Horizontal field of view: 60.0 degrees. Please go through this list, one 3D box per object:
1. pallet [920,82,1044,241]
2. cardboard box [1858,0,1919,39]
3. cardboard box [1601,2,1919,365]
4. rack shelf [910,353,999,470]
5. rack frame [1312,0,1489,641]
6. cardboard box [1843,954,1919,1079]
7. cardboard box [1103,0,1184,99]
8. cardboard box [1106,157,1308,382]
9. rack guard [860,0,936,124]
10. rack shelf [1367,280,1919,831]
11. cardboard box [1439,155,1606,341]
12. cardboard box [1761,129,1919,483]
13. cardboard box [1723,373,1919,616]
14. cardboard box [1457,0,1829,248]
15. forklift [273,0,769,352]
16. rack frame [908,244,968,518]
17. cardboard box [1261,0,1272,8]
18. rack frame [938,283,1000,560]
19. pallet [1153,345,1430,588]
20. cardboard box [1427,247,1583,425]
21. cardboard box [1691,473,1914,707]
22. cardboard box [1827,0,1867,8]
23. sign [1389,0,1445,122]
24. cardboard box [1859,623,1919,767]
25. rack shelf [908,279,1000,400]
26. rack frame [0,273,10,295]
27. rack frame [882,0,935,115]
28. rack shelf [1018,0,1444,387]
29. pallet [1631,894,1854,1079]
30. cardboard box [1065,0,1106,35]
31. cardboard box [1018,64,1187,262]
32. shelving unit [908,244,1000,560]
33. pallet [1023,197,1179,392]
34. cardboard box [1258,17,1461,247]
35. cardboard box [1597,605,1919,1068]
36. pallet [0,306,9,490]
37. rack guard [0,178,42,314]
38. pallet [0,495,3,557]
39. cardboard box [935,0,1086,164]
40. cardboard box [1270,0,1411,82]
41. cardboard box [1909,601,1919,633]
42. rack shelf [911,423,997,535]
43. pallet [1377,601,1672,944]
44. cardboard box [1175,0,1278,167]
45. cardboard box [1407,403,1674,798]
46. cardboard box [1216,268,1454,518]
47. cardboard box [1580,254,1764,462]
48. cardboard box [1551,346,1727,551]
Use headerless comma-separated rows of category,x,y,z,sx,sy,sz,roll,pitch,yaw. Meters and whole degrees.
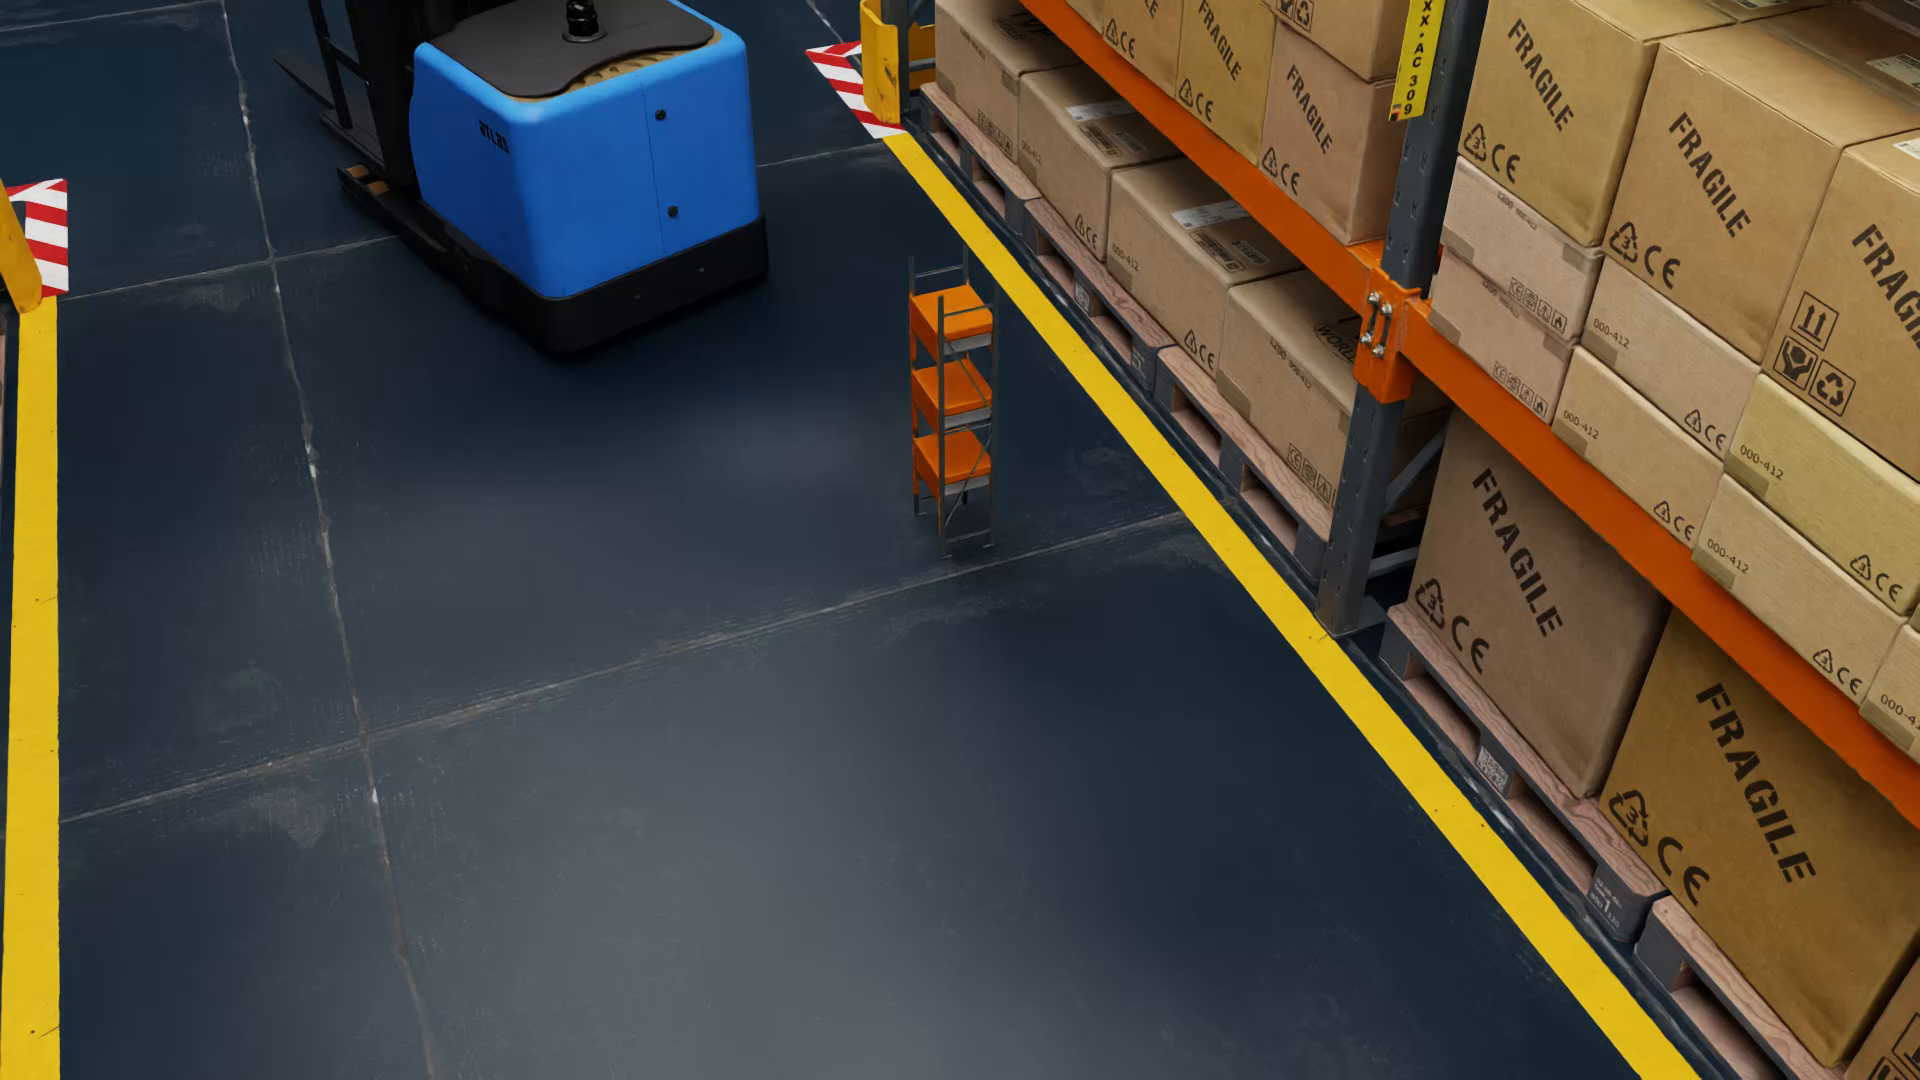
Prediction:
pallet,0.491,-1.865,7.757,1.003,0.211,1.213,-15,43,-17
cardboard box,2.251,-0.876,3.624,0.500,0.500,0.500,-14,43,-16
cardboard box,1.766,-0.756,3.485,0.500,0.500,0.500,-15,43,-17
rack shelf,-0.020,-0.422,5.452,0.215,0.259,0.240,-15,43,-17
rack frame,1.643,-0.975,4.583,1.000,3.000,0.127,-15,43,-17
cardboard box,2.649,1.106,3.471,0.875,0.875,0.875,-15,43,-16
cardboard box,0.822,-1.836,5.508,0.500,0.500,0.500,-16,43,-17
cardboard box,1.159,-1.107,6.380,0.875,0.438,0.875,-16,43,-18
rack guard,0.104,-2.451,8.217,1.175,0.500,0.348,-15,43,-17
rack shelf,2.409,0.502,3.417,1.077,0.370,4.000,-15,43,-17
cardboard box,1.551,-0.772,4.079,0.500,0.250,0.500,-16,43,-18
cardboard box,1.956,-0.453,3.133,0.500,0.500,0.500,-16,43,-18
cardboard box,1.945,-0.155,3.361,0.500,0.250,0.500,-15,43,-16
cardboard box,1.546,-1.055,3.833,0.500,0.500,0.500,-15,43,-16
forklift,-2.146,-2.732,6.679,1.130,2.935,3.031,-29,49,-30
rack frame,-0.067,-0.504,5.531,0.200,1.050,0.008,-15,43,-17
cardboard box,1.021,-1.915,4.833,0.500,0.500,0.500,-16,43,-17
rack frame,0.026,-0.357,5.360,0.200,1.050,0.008,-15,43,-17
pallet,1.425,-0.395,6.048,1.003,0.211,1.213,-15,43,-17
cardboard box,1.568,-0.587,4.247,0.500,0.250,0.500,-16,43,-18
cardboard box,1.949,0.037,3.522,0.500,0.250,0.500,-15,43,-17
cardboard box,2.046,-1.186,3.985,0.500,0.500,0.500,-14,43,-15
sign,1.131,-1.194,4.113,0.100,0.325,0.005,-15,43,-17
cardboard box,2.131,0.340,3.169,0.500,0.250,0.500,-16,43,-18
rack shelf,-0.020,-0.637,5.267,0.215,0.259,0.240,-15,43,-17
rack frame,-4.422,-2.089,5.879,1.000,3.000,0.127,-15,43,-17
rack frame,0.113,-3.385,7.385,1.000,3.000,0.127,-15,43,-17
rack shelf,0.878,-1.907,6.219,1.077,0.370,4.000,-15,43,-17
pallet,2.479,1.264,4.118,1.003,0.211,1.213,-15,43,-17
cardboard box,0.636,-2.156,5.879,0.500,0.500,0.500,-14,43,-15
cardboard box,0.816,-1.651,7.012,0.875,0.438,0.875,-14,43,-16
shelving unit,-0.020,-0.430,5.445,0.215,1.050,0.252,-15,43,-17
pallet,0.954,-1.131,6.904,1.003,0.211,1.213,-15,43,-17
cardboard box,1.230,-1.229,4.801,0.500,0.500,0.500,-15,43,-16
cardboard box,2.307,0.567,4.098,0.875,0.875,0.875,-14,43,-16
pallet,-4.114,-0.488,6.155,1.003,0.211,1.213,-15,43,-17
rack guard,-4.393,-1.095,6.640,1.175,0.500,0.348,-15,43,-17
pallet,-3.652,0.246,5.302,1.003,0.211,1.213,-15,43,-17
cardboard box,0.458,-2.200,7.651,0.875,0.438,0.875,-17,43,-18
cardboard box,1.208,-1.607,4.475,0.500,0.500,0.500,-15,43,-17
cardboard box,2.141,0.149,3.007,0.500,0.250,0.500,-16,43,-18
rack shelf,-0.020,-0.212,5.633,0.215,0.259,0.240,-15,43,-17
pallet,2.008,0.528,4.974,1.003,0.211,1.213,-15,43,-17
cardboard box,1.028,-1.537,5.160,0.500,0.500,0.500,-16,43,-18
cardboard box,1.955,0.025,4.728,0.875,0.875,0.875,-14,43,-16
cardboard box,1.502,-0.568,5.753,0.875,0.438,0.875,-16,43,-17
cardboard box,1.777,-0.465,3.722,0.500,0.250,0.500,-14,43,-16
cardboard box,1.767,-0.276,3.885,0.500,0.250,0.500,-16,43,-18
